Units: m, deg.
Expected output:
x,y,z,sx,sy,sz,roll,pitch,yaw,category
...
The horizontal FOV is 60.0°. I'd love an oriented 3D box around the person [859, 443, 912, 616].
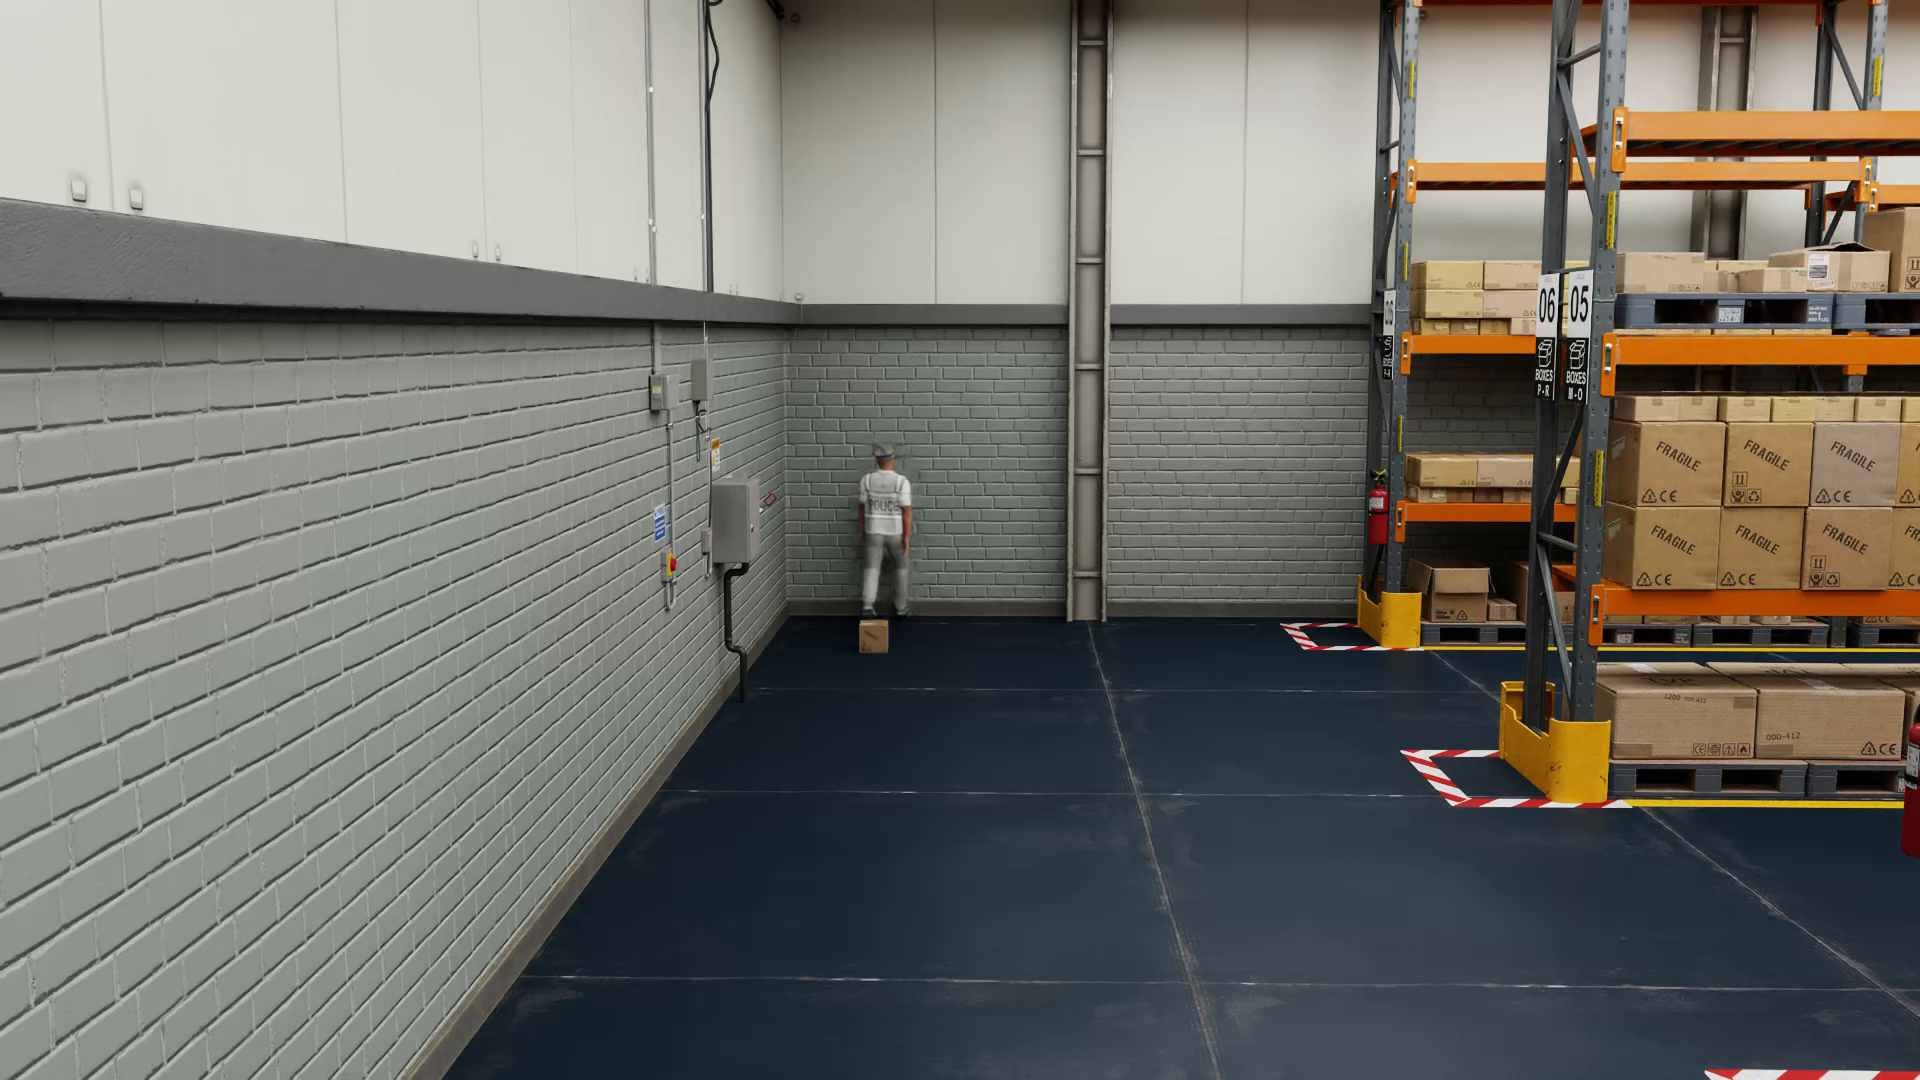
x,y,z,sx,sy,sz,roll,pitch,yaw,category
-0.725,-0.095,16.337,0.533,1.730,0.890,0,7,3,person
